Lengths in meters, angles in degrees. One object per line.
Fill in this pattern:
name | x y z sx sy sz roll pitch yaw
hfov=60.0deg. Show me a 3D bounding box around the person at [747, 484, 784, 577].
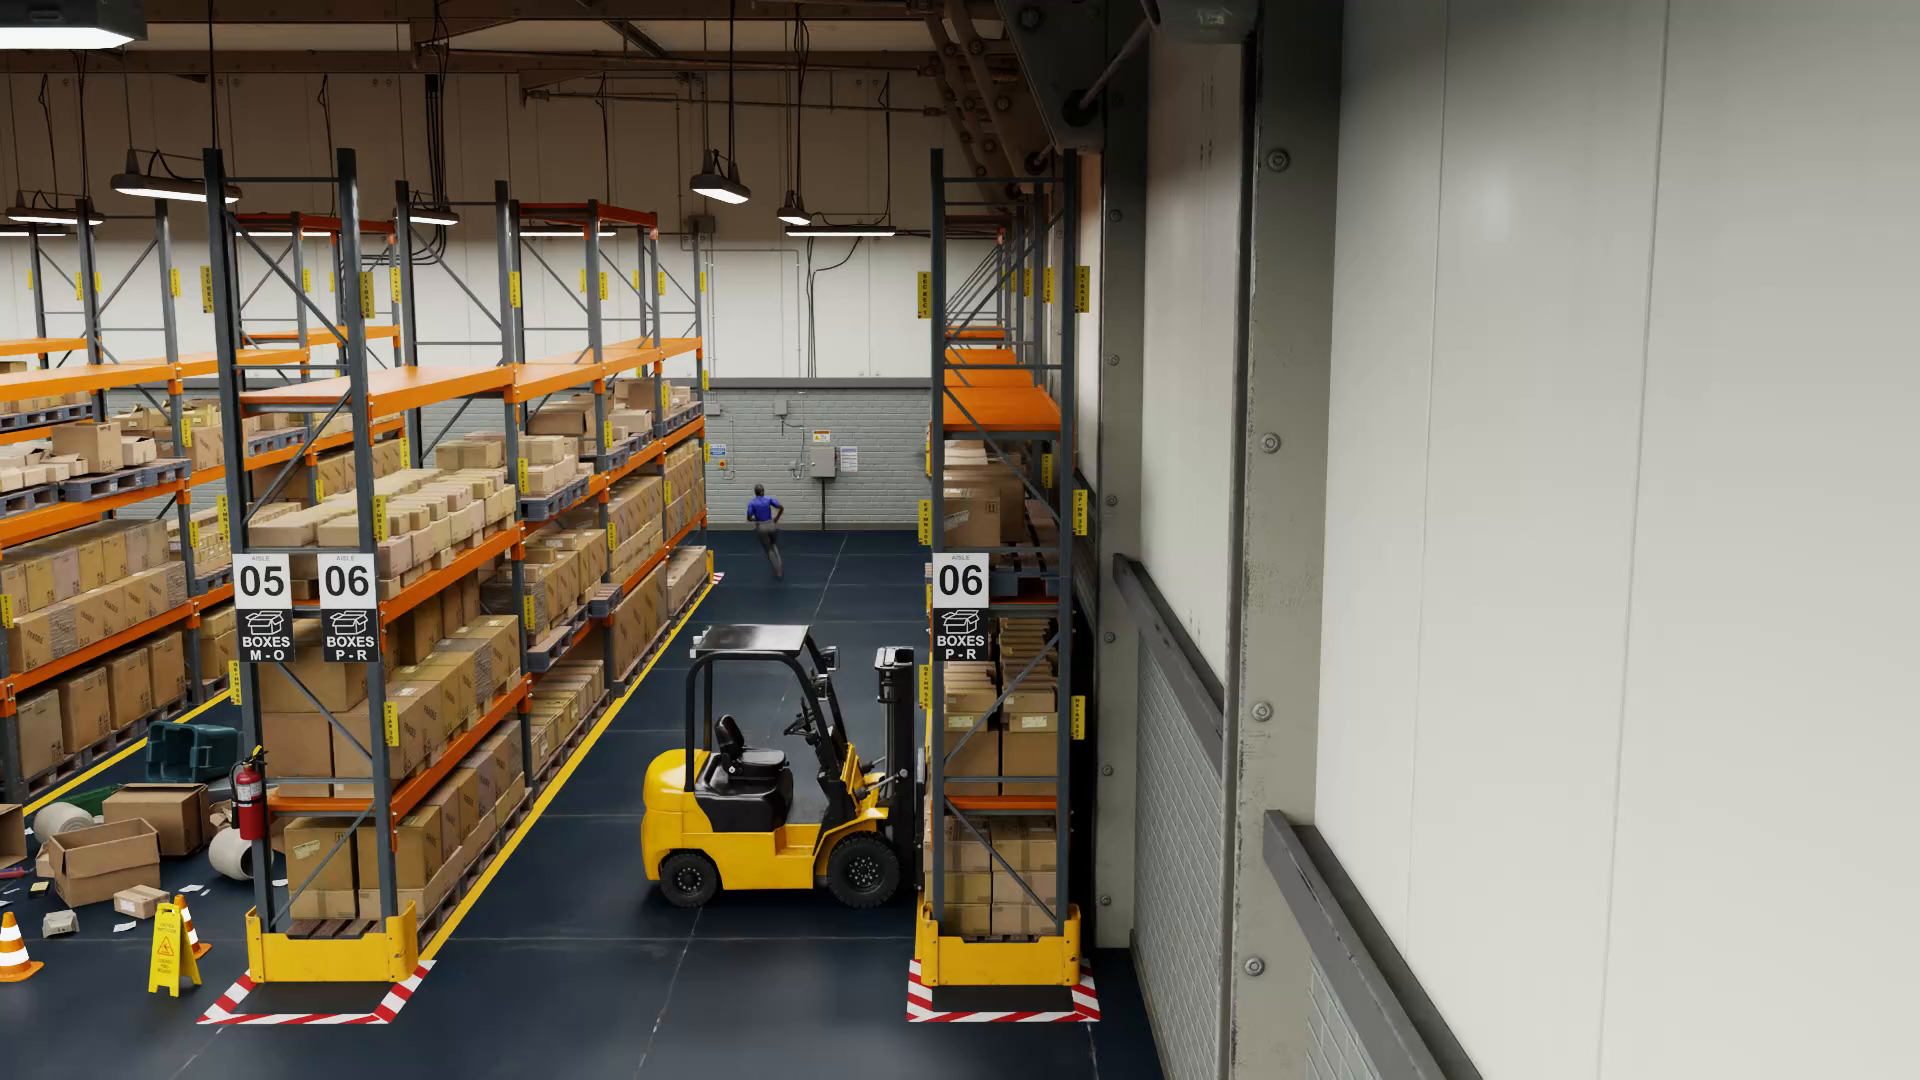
person | -3.315 -0.147 28.347 0.627 1.638 0.616 -4 10 -23
